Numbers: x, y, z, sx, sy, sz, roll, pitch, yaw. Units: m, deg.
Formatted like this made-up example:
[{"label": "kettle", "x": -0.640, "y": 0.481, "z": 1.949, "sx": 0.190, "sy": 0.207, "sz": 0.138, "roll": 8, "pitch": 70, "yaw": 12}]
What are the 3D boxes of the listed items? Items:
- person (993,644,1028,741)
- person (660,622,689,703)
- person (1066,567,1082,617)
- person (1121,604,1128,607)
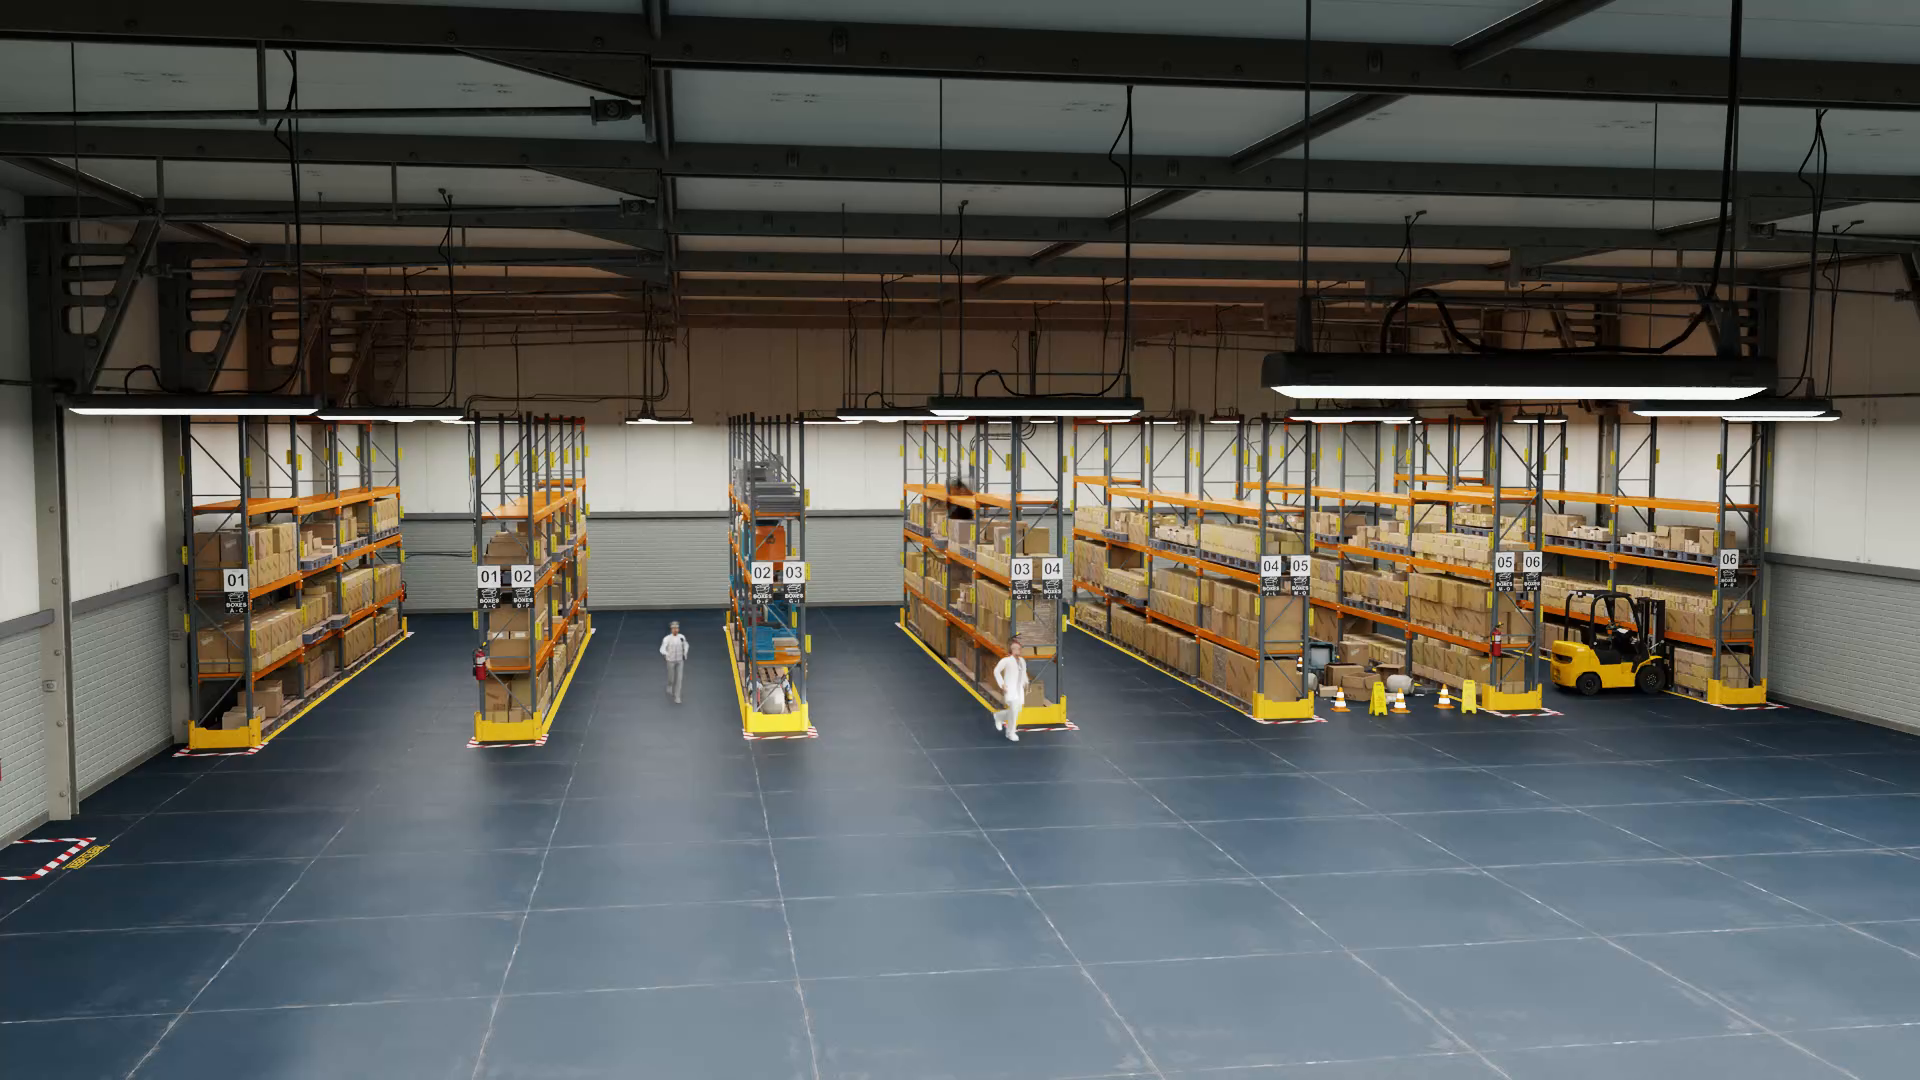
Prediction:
[{"label": "person", "x": 0.956, "y": 2.784, "z": 30.762, "sx": 0.763, "sy": 1.741, "sz": 0.795, "roll": -4, "pitch": 5, "yaw": -43}, {"label": "person", "x": -5.920, "y": 2.523, "z": 34.602, "sx": 0.618, "sy": 1.664, "sz": 0.890, "roll": -1, "pitch": 4, "yaw": -20}, {"label": "person", "x": 3.412, "y": 1.543, "z": 49.924, "sx": 0.505, "sy": 1.571, "sz": 0.707, "roll": 1, "pitch": 4, "yaw": 13}, {"label": "person", "x": 4.952, "y": 1.519, "z": 49.119, "sx": 0.743, "sy": 1.733, "sz": 0.758, "roll": -4, "pitch": 5, "yaw": -42}]
